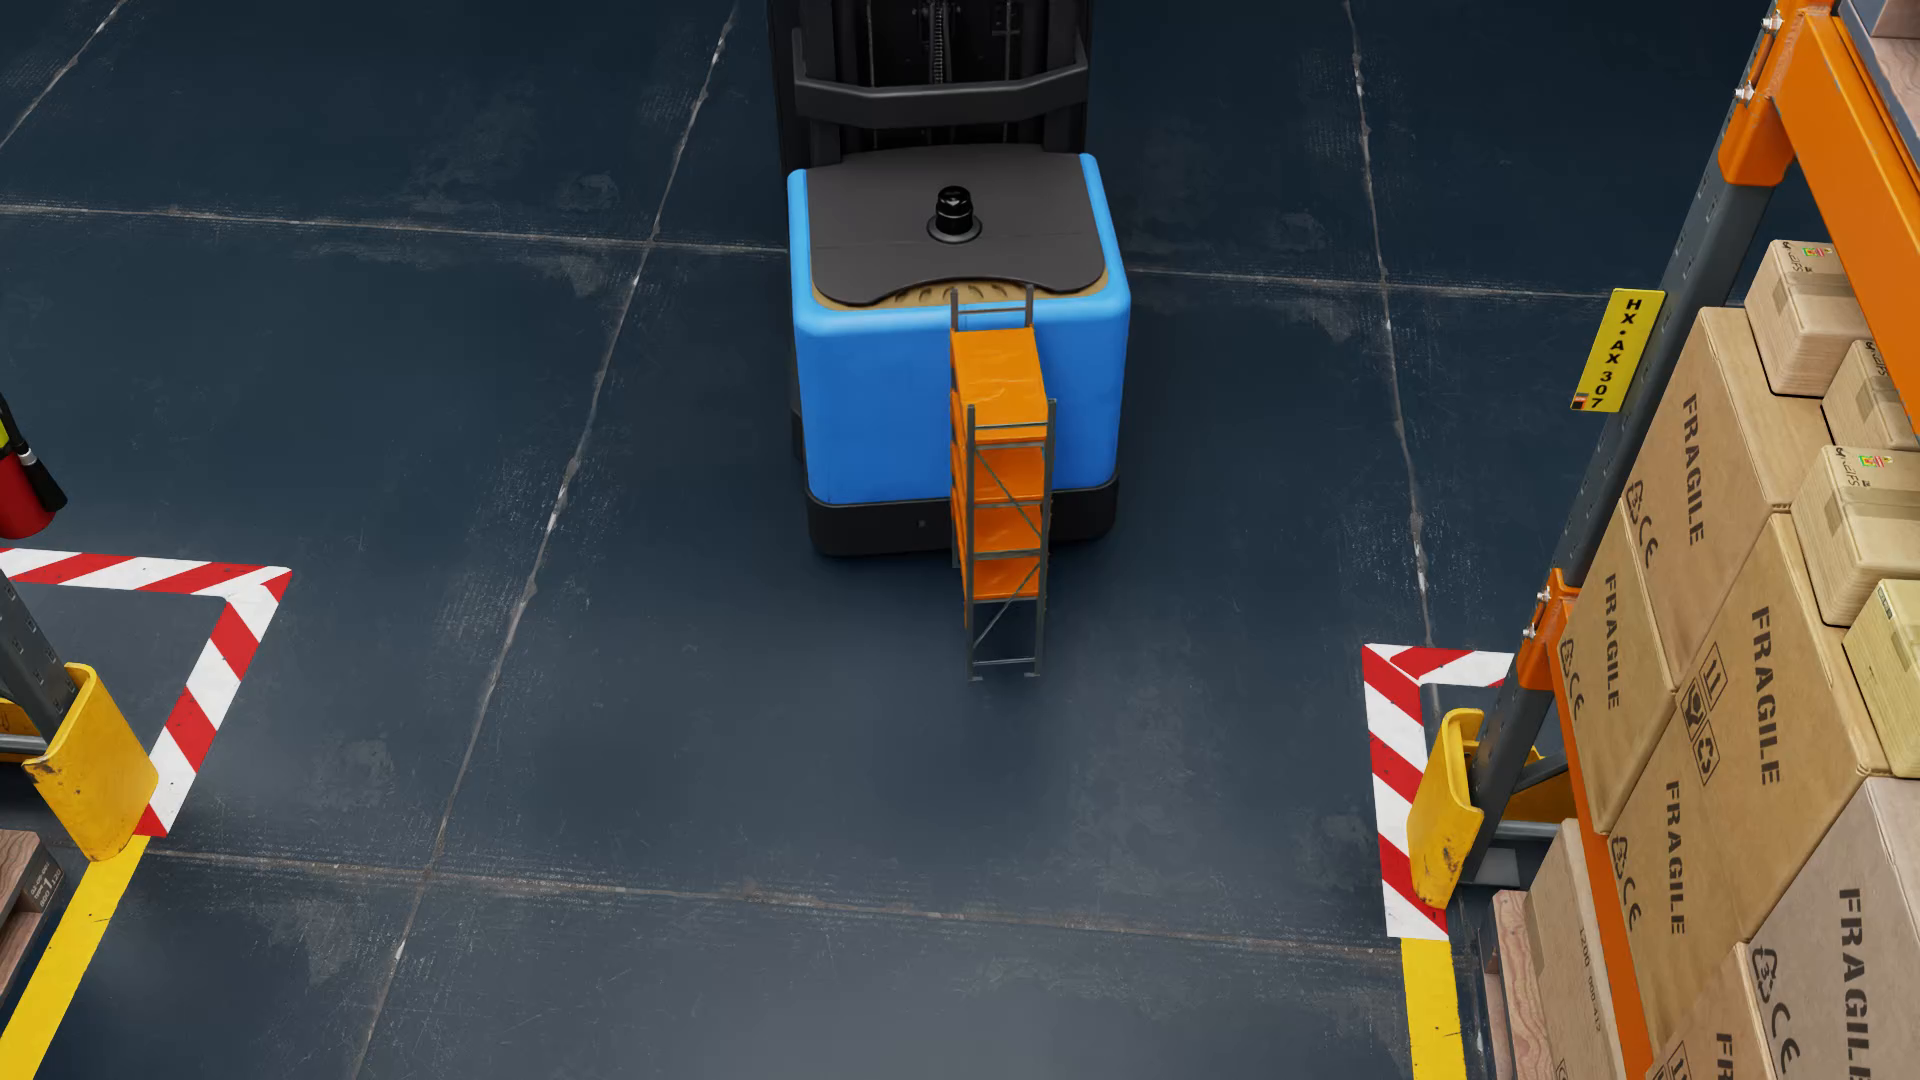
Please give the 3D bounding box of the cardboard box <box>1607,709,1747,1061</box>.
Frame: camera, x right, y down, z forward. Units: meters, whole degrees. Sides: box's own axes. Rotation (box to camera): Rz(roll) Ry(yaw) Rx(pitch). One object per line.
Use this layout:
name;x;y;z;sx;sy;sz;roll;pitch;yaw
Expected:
cardboard box;1.558;0.647;3.058;0.500;0.500;0.500;3;48;3

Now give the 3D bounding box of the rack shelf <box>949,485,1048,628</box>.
rack shelf;0.116;0.038;5.262;0.258;0.148;0.480;-4;48;-4

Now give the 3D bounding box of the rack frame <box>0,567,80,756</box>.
rack frame;-3.033;-0.285;3.978;1.000;3.000;0.127;4;48;4

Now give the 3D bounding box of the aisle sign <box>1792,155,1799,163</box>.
aisle sign;1.624;-0.976;2.848;0.394;0.787;0.004;4;48;4

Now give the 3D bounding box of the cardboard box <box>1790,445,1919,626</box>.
cardboard box;1.507;0.007;2.526;0.380;0.149;0.250;5;48;5

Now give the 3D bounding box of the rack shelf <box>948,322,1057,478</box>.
rack shelf;0.116;-0.406;4.776;0.258;0.148;0.480;-4;48;-4

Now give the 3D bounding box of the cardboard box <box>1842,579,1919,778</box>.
cardboard box;1.501;0.201;2.348;0.380;0.149;0.250;2;48;2

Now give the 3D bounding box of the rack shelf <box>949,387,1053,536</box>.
rack shelf;0.116;-0.247;4.950;0.258;0.148;0.480;-4;48;-4

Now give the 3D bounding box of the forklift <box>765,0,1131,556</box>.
forklift;-0.123;-2.028;5.618;1.130;2.935;3.031;-4;48;-4

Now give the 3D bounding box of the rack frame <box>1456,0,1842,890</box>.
rack frame;1.906;-0.026;3.741;1.000;3.000;0.127;4;48;4

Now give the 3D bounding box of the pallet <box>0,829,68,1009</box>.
pallet;-3.149;1.307;4.412;1.003;0.211;1.213;4;48;4

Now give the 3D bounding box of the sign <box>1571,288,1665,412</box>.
sign;1.354;-0.387;3.431;0.100;0.325;0.005;4;48;4

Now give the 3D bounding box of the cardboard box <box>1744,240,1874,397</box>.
cardboard box;1.598;-0.374;2.874;0.380;0.149;0.250;5;48;4

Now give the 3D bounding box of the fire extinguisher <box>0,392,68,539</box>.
fire extinguisher;-2.550;-0.287;4.285;0.296;0.674;0.183;4;48;4

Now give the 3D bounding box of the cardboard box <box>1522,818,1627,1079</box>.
cardboard box;1.945;1.188;4.082;0.875;0.438;0.875;2;48;2

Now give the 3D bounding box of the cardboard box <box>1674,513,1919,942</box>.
cardboard box;1.538;0.316;2.683;0.500;0.500;0.500;3;48;2

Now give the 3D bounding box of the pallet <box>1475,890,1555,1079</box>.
pallet;1.911;1.508;4.228;1.003;0.211;1.213;4;48;4

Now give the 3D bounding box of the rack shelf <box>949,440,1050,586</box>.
rack shelf;0.116;-0.096;5.116;0.258;0.148;0.480;-4;48;-4

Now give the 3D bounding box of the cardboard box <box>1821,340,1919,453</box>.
cardboard box;1.645;-0.177;2.694;0.380;0.149;0.250;5;48;4

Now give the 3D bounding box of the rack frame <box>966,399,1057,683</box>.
rack frame;0.139;0.038;4.902;0.240;1.200;0.015;-4;48;-4

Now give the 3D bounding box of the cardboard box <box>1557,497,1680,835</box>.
cardboard box;1.576;0.273;3.399;0.500;0.500;0.500;4;48;3

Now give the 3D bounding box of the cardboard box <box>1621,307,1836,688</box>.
cardboard box;1.579;-0.064;3.030;0.500;0.500;0.500;3;48;3

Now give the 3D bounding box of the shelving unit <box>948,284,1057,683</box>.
shelving unit;0.116;-0.141;5.066;0.258;1.200;0.503;-4;48;-4

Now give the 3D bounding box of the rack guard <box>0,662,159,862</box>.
rack guard;-3.040;0.615;4.849;1.175;0.500;0.348;4;48;4

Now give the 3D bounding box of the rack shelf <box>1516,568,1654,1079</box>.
rack shelf;1.724;1.686;2.662;1.077;0.370;4.000;4;48;4

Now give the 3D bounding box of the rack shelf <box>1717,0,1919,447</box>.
rack shelf;1.724;0.674;1.556;1.077;0.370;4.000;4;48;4

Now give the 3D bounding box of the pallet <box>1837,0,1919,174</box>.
pallet;1.849;-0.463;2.168;1.003;0.211;1.213;4;48;4

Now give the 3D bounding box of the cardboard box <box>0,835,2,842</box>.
cardboard box;-2.797;0.842;4.393;0.380;0.149;0.250;3;48;2

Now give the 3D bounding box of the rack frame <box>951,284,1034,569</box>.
rack frame;0.093;-0.320;5.230;0.240;1.200;0.015;-4;48;-4

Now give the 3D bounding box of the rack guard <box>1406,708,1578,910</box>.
rack guard;1.908;0.800;4.680;1.175;0.500;0.348;4;48;4

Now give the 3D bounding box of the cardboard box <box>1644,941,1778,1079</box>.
cardboard box;1.494;1.020;2.717;0.500;0.500;0.500;4;48;3

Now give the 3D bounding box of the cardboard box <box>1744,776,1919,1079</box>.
cardboard box;1.499;0.695;2.336;0.500;0.500;0.500;4;48;3
